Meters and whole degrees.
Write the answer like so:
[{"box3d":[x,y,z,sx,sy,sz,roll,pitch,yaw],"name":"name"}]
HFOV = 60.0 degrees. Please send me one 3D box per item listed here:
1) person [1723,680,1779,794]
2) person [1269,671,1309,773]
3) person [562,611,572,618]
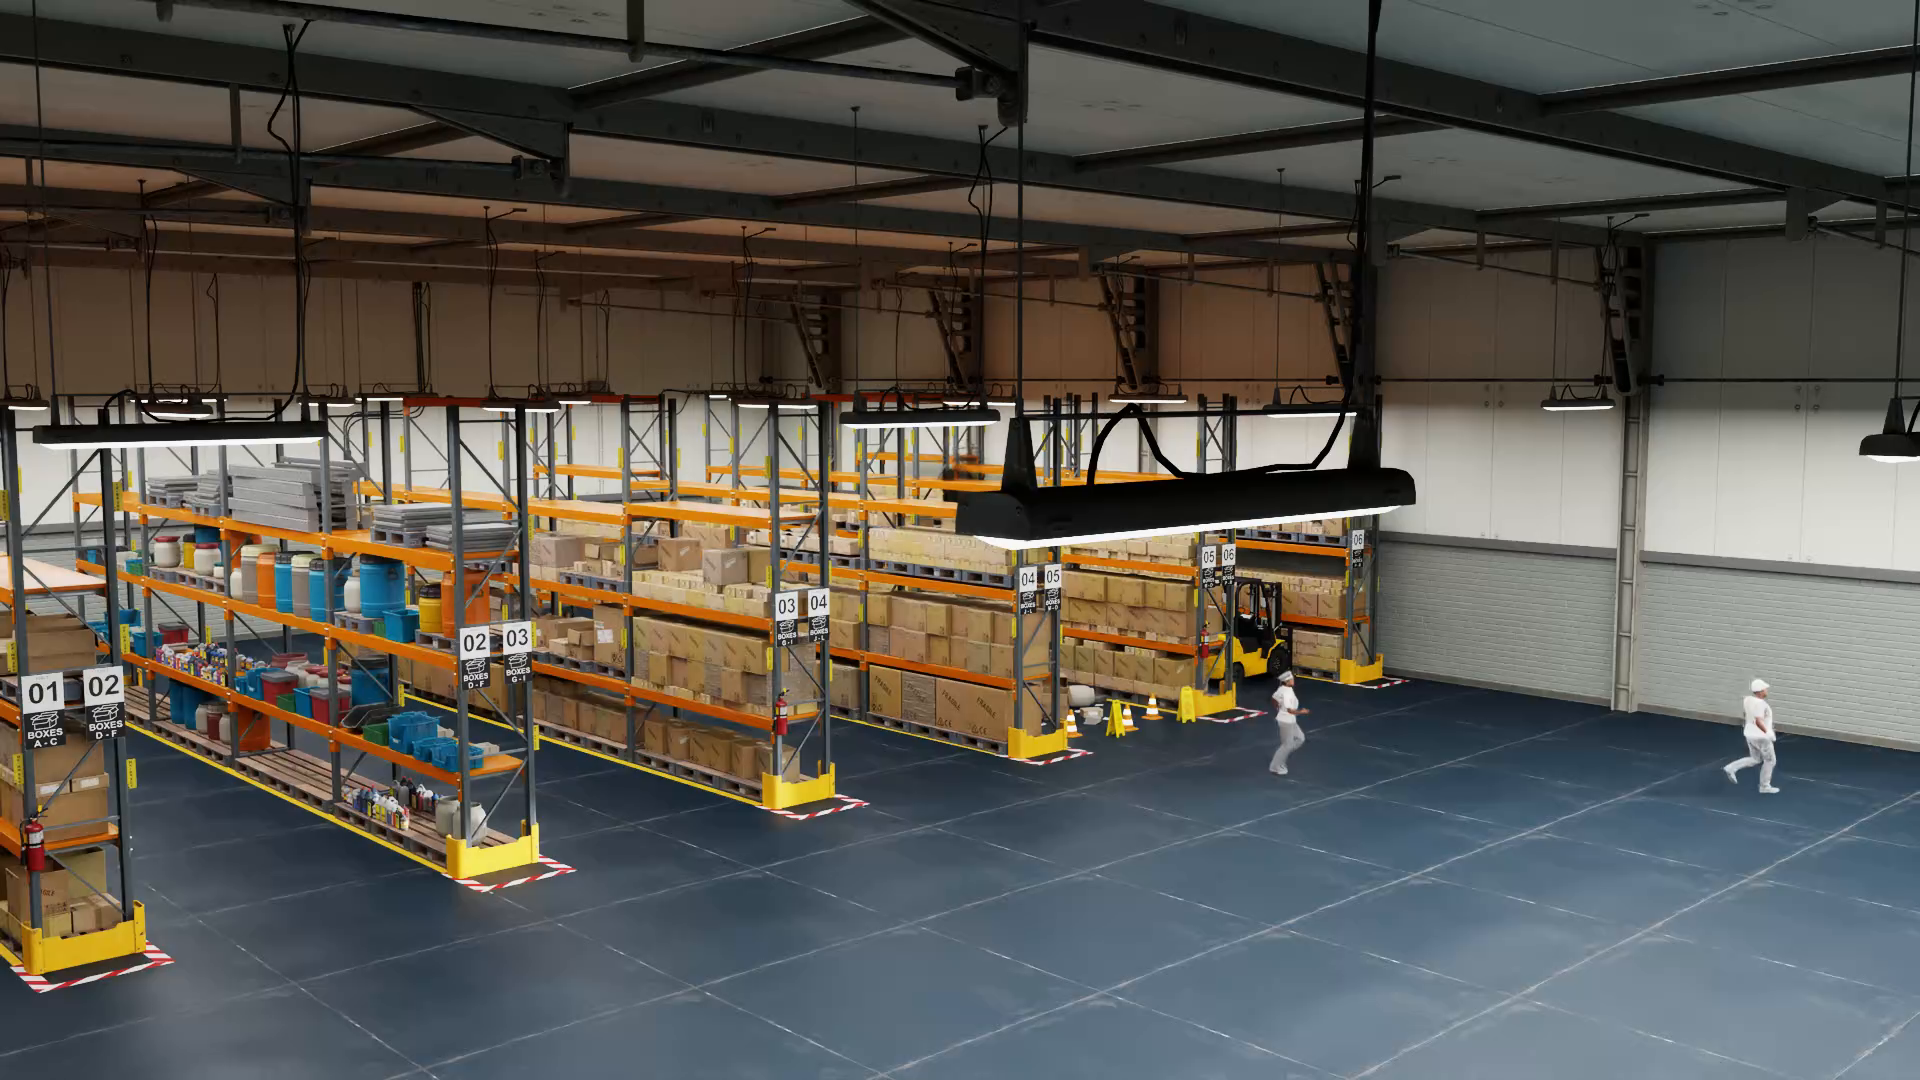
[{"box3d":[12.145,3.003,25.422,0.812,1.748,0.720,0,6,2],"name":"person"},{"box3d":[5.296,2.911,26.704,0.609,1.663,0.553,1,6,7],"name":"person"},{"box3d":[-7.903,2.259,33.500,0.923,1.654,0.604,4,7,39],"name":"person"}]
